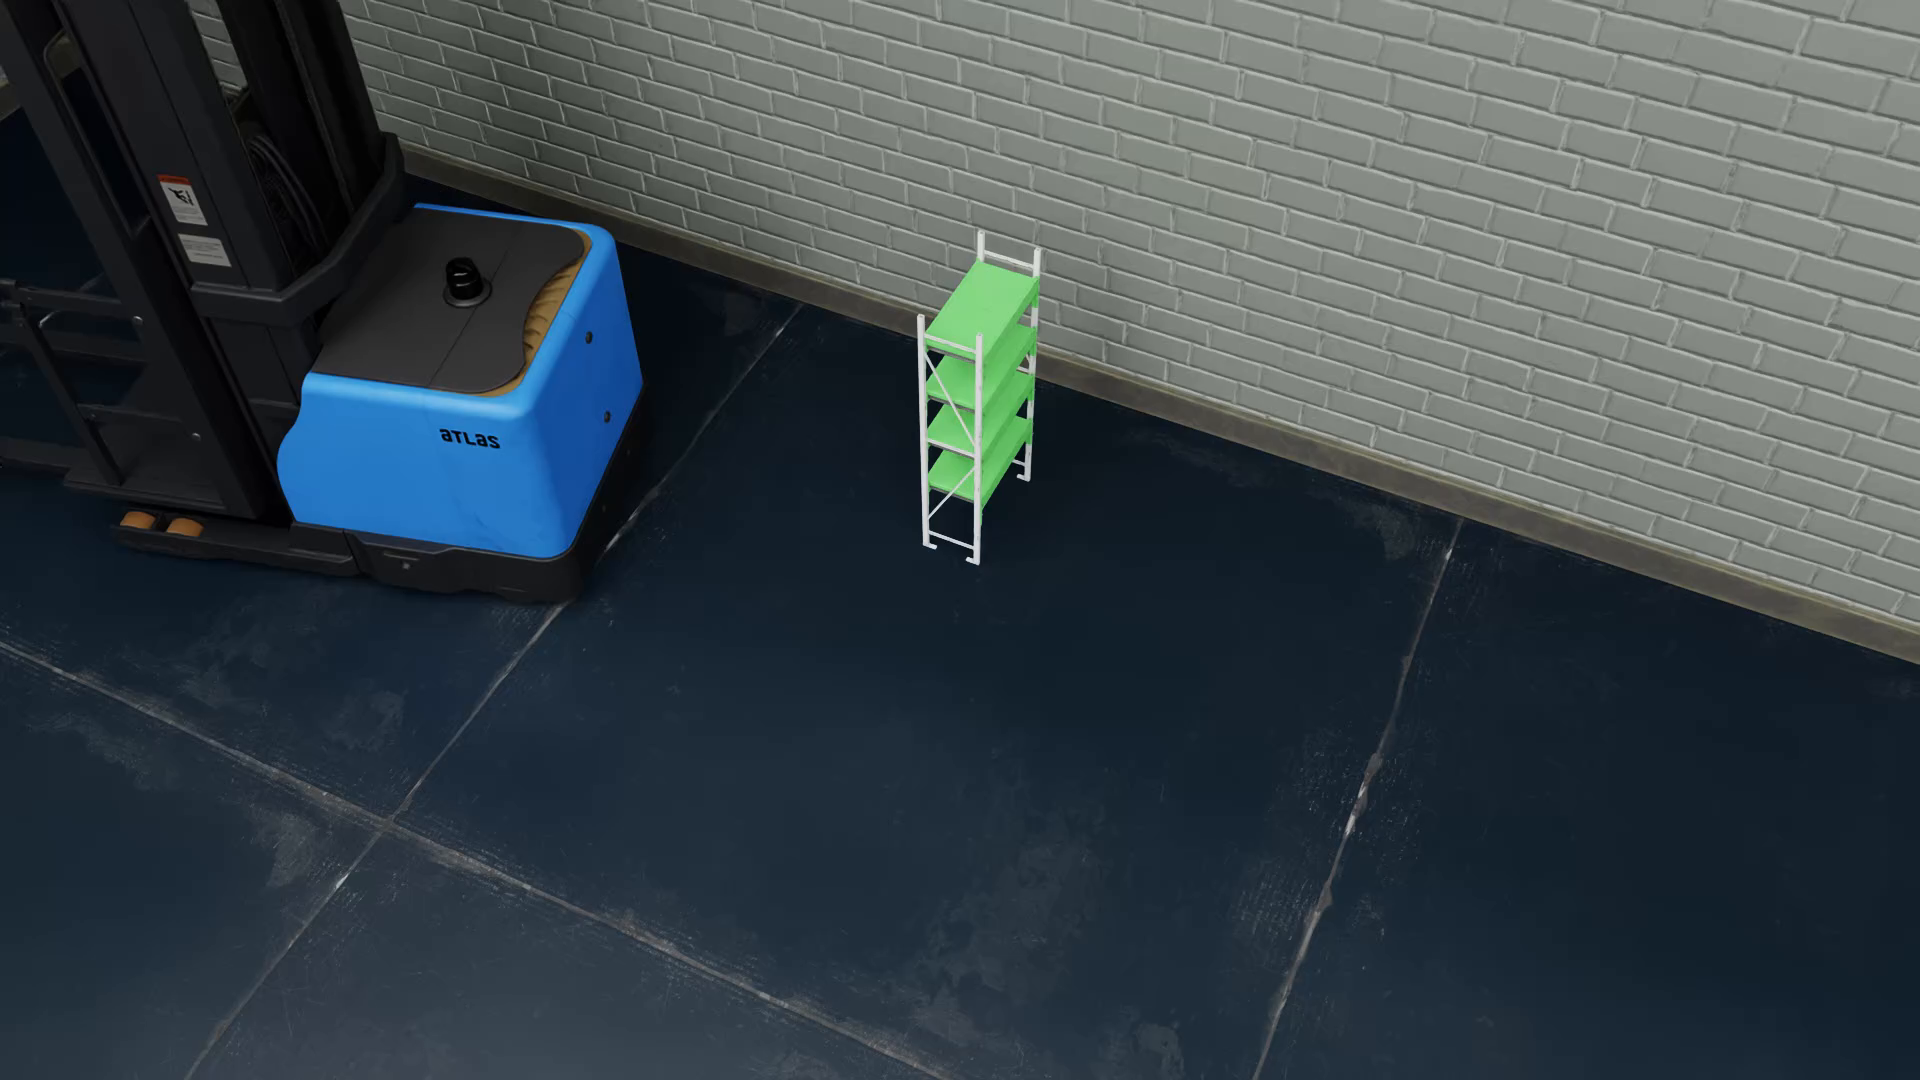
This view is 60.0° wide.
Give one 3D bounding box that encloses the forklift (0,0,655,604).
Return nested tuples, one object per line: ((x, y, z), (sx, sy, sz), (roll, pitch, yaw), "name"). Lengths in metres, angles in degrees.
((-2.829, -1.265, 5.717), (3.031, 2.935, 1.130), (8, 50, 7), "forklift")

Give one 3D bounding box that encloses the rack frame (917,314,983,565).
((-0.034, -0.335, 6.062), (0.240, 1.200, 0.015), (20, 52, 16), "rack frame")

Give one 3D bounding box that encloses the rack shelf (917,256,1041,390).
((0.071, -0.772, 5.888), (0.258, 0.148, 0.480), (20, 52, 16), "rack shelf")

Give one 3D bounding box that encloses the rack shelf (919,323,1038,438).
((0.071, -0.617, 6.071), (0.258, 0.148, 0.480), (20, 52, 16), "rack shelf")

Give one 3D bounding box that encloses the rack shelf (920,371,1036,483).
((0.071, -0.461, 6.254), (0.258, 0.148, 0.480), (20, 52, 16), "rack shelf")

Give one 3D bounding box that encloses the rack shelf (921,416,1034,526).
((0.071, -0.306, 6.437), (0.258, 0.148, 0.480), (20, 52, 16), "rack shelf")

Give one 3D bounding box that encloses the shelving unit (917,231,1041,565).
((0.071, -0.503, 6.205), (0.258, 1.200, 0.503), (20, 52, 16), "shelving unit")

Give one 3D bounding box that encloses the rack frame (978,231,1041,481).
((0.175, -0.671, 6.348), (0.240, 1.200, 0.015), (20, 52, 16), "rack frame")
